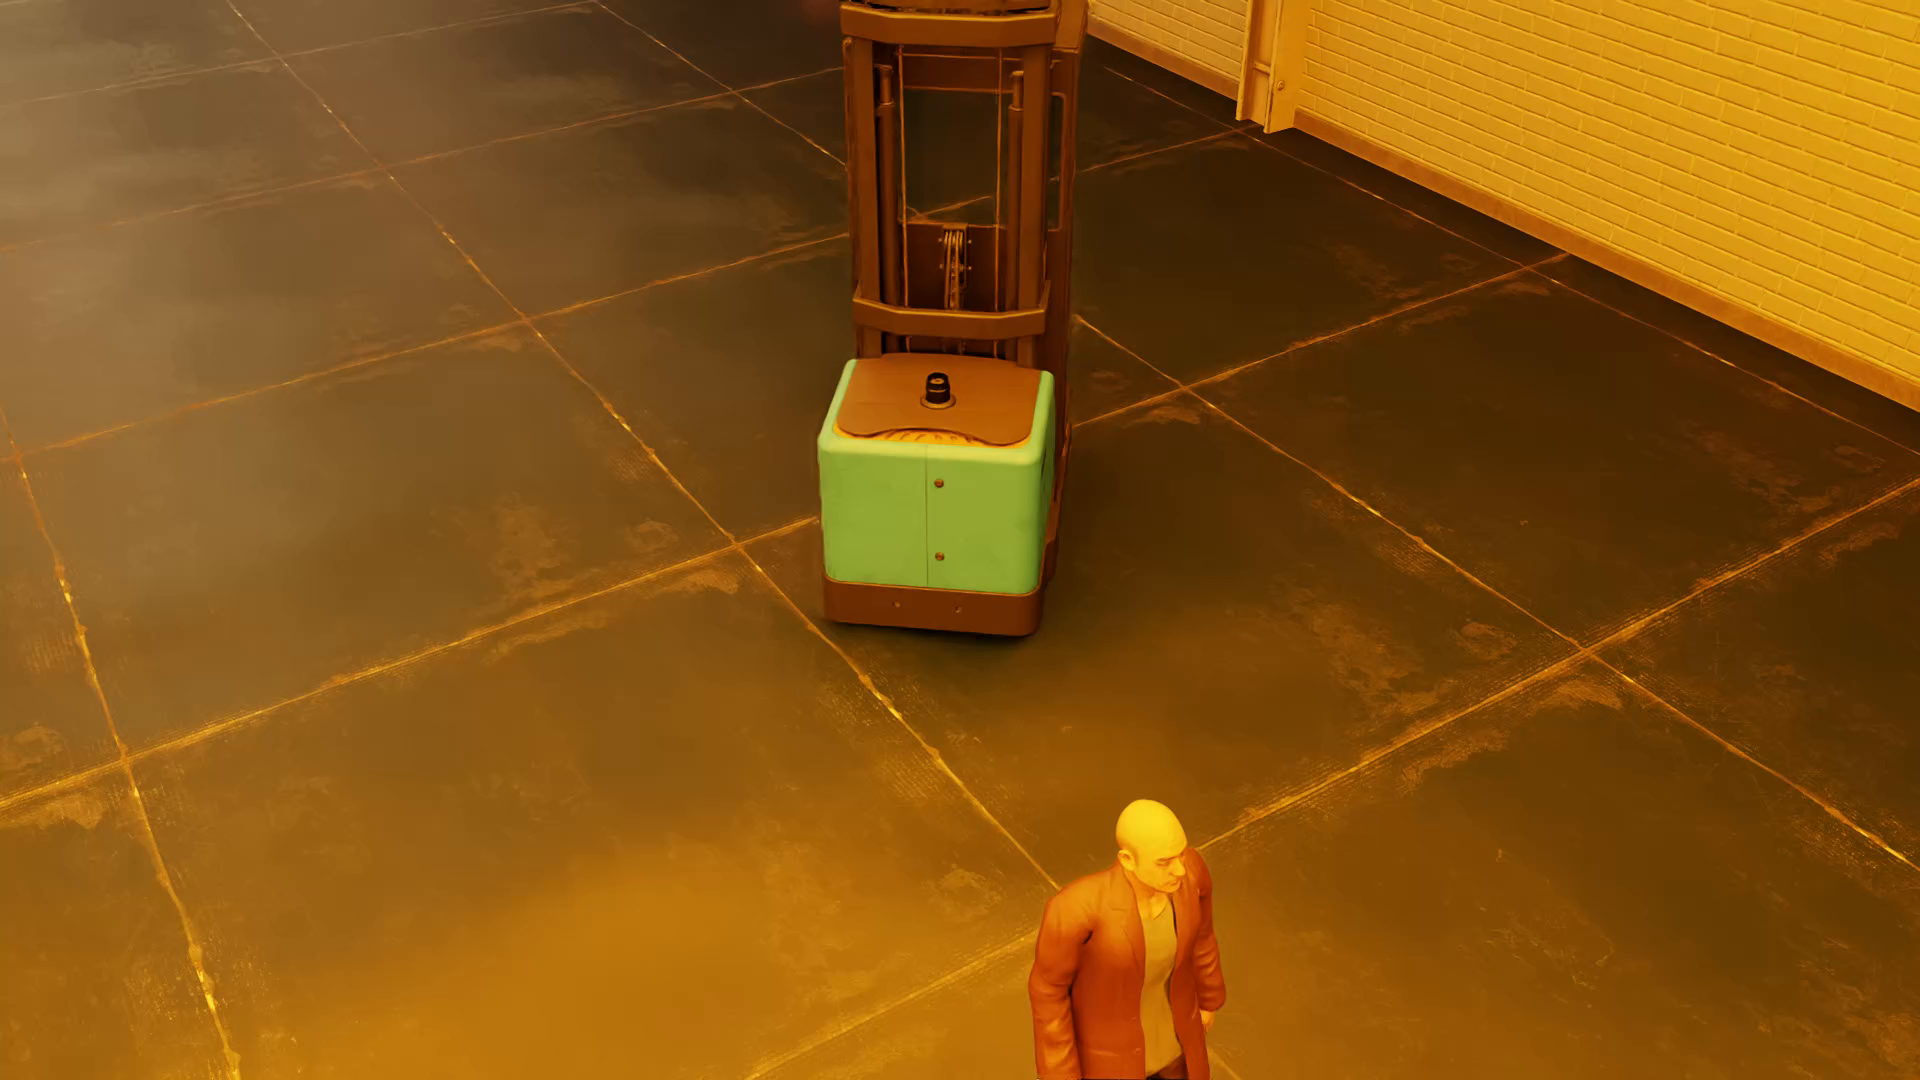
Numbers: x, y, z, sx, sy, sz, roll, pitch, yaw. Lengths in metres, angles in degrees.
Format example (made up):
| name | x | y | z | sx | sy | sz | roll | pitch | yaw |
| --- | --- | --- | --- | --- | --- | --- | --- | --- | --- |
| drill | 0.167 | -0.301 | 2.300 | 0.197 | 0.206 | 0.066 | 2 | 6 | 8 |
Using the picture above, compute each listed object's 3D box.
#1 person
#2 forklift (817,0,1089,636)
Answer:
| name | x | y | z | sx | sy | sz | roll | pitch | yaw |
| --- | --- | --- | --- | --- | --- | --- | --- | --- | --- |
| person | 0.550 | 1.540 | 4.972 | 0.683 | 1.793 | 0.495 | -18 | 39 | -24 |
| forklift | 0.035 | -1.576 | 8.391 | 1.130 | 2.935 | 3.031 | 4 | 35 | 6 |
